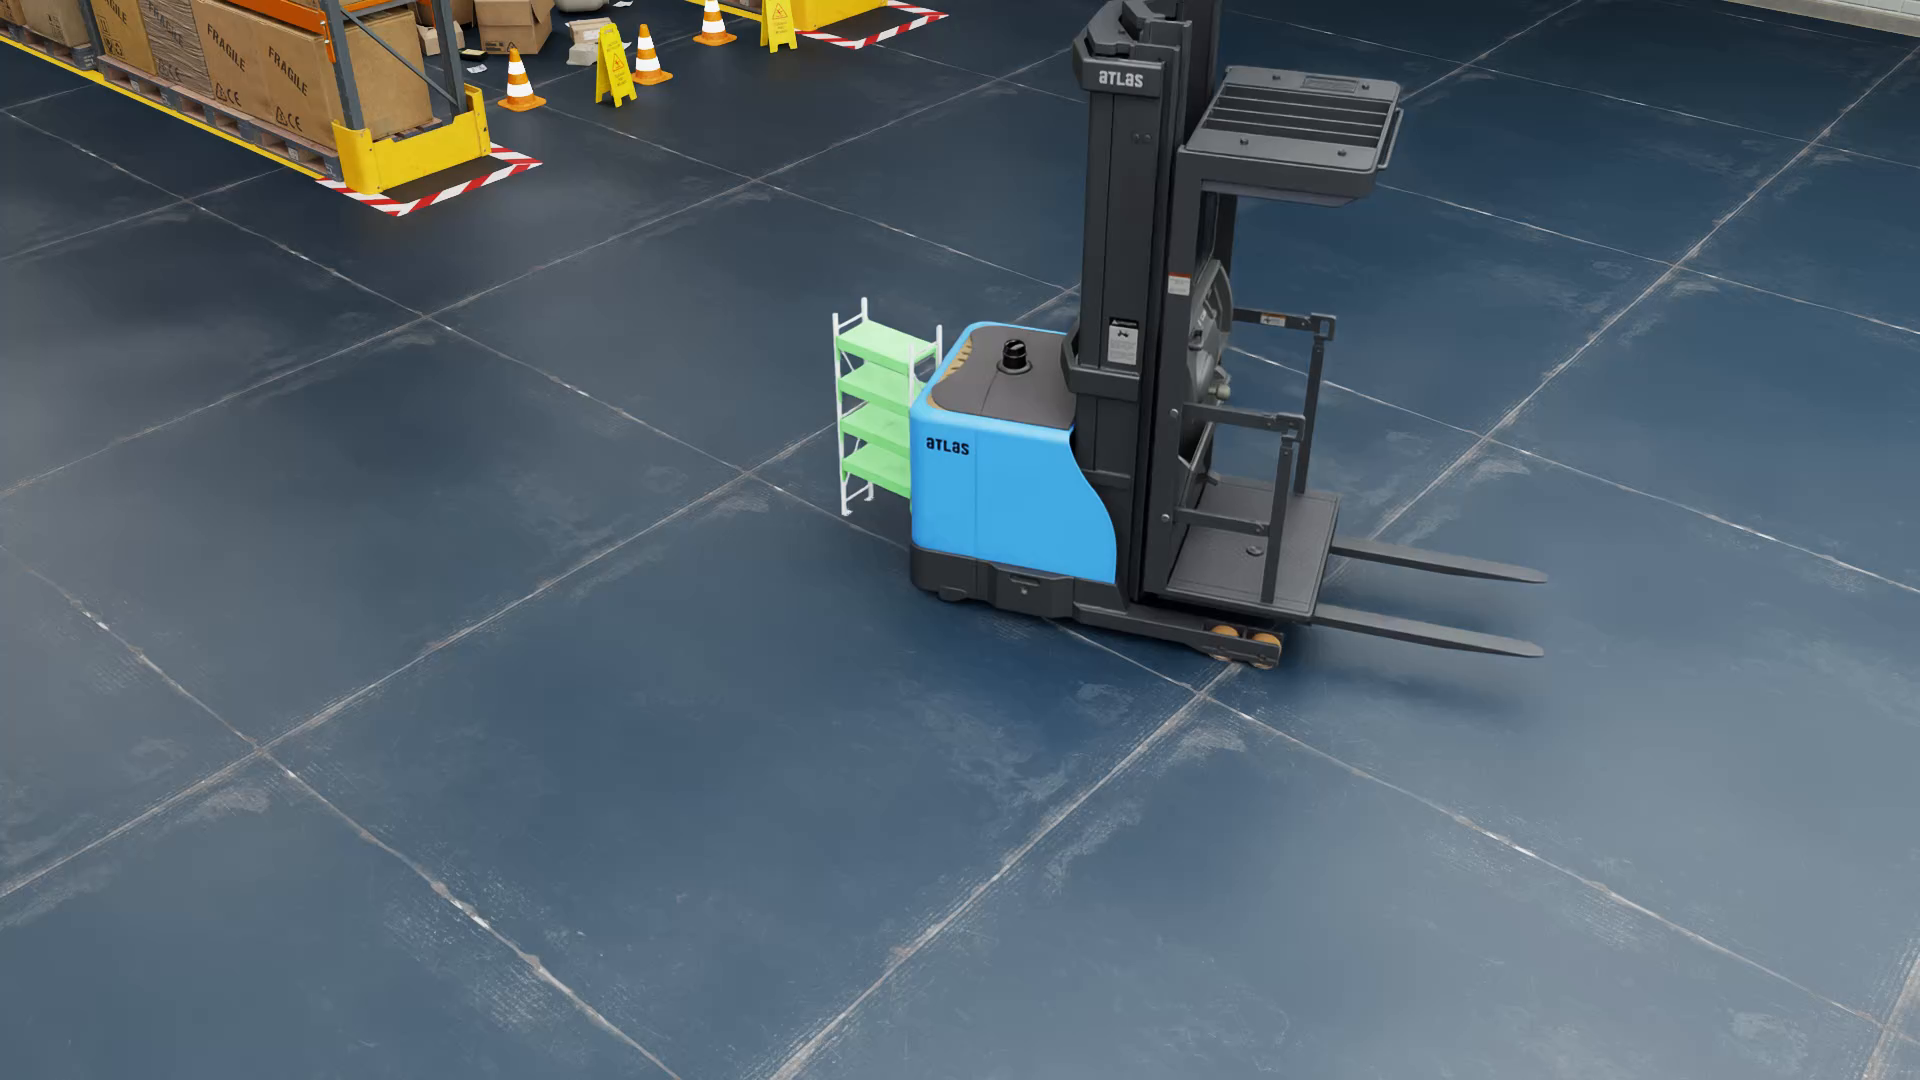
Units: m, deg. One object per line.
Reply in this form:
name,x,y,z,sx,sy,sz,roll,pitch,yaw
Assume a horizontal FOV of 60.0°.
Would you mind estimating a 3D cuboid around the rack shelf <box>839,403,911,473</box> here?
rack shelf,-0.362,-0.541,8.590,0.480,0.148,0.258,24,41,31

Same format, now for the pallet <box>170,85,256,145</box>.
pallet,-5.827,-3.694,13.942,1.213,0.211,1.003,25,42,32

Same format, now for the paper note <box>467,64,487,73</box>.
paper note,-4.316,-4.213,14.859,0.144,0.017,0.142,-18,38,-25

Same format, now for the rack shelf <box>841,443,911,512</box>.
rack shelf,-0.362,-0.343,8.726,0.480,0.148,0.258,24,41,31

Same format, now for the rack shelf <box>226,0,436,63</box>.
rack shelf,-5.766,-4.574,13.396,4.000,0.370,1.077,25,42,32

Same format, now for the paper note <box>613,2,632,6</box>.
paper note,-3.334,-5.311,16.456,0.148,0.019,0.142,12,36,16

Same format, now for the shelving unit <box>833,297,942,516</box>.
shelving unit,-0.362,-0.593,8.554,0.503,1.200,0.258,24,41,31

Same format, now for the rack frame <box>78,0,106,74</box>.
rack frame,-7.303,-5.595,14.247,0.127,3.000,1.000,25,42,32

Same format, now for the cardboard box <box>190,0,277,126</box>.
cardboard box,-5.470,-3.978,13.398,0.875,0.875,0.875,25,41,31

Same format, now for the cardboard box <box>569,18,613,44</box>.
cardboard box,-3.439,-4.757,15.545,0.380,0.149,0.250,-12,36,-17

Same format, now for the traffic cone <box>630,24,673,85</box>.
traffic cone,-2.745,-4.279,14.572,0.334,0.463,0.336,25,42,32

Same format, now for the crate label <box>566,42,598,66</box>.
crate label,-3.389,-4.402,15.039,0.298,0.136,0.250,6,35,8

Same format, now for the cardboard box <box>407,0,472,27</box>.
cardboard box,-4.834,-5.233,15.805,0.503,0.637,0.797,25,42,32

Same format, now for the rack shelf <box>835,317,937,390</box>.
rack shelf,-0.362,-0.936,8.319,0.480,0.148,0.258,24,41,31

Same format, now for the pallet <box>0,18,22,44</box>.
pallet,-8.887,-5.134,16.039,1.213,0.211,1.003,25,42,32

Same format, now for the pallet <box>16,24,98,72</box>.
pallet,-7.945,-4.692,15.396,1.213,0.211,1.003,25,42,32

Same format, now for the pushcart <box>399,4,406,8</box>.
pushcart,-5.634,-5.694,16.708,0.936,0.377,1.648,12,36,16

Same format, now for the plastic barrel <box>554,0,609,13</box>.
plastic barrel,-3.696,-5.364,16.186,0.512,0.421,0.421,-6,35,-8

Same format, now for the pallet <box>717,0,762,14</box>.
pallet,-1.800,-5.524,16.607,1.213,0.211,1.003,25,42,32

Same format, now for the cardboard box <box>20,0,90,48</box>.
cardboard box,-7.838,-5.026,15.035,0.750,0.750,1.050,25,42,32

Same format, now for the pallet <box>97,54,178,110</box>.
pallet,-6.769,-4.136,14.586,1.213,0.211,1.003,25,42,32

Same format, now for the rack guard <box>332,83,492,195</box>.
rack guard,-4.211,-3.107,12.832,0.348,0.500,1.175,25,42,32

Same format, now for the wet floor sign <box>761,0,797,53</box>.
wet floor sign,-1.679,-4.831,15.215,0.267,0.644,0.232,-18,38,-25

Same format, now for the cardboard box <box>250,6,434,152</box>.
cardboard box,-4.793,-3.660,12.936,0.875,0.875,0.875,26,42,32

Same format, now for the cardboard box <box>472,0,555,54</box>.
cardboard box,-4.110,-4.842,15.356,0.637,0.503,0.797,0,34,0

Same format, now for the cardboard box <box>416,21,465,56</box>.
cardboard box,-4.804,-4.646,15.281,0.396,0.266,0.258,-26,42,-32

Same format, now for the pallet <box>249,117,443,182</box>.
pallet,-4.894,-3.252,13.299,1.213,0.211,1.003,25,42,32

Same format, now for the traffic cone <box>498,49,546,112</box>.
traffic cone,-3.729,-3.910,14.035,0.334,0.463,0.336,25,42,32

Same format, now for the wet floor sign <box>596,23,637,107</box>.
wet floor sign,-2.940,-4.026,14.043,0.232,0.644,0.267,18,38,24

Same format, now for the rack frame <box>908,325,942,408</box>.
rack frame,-0.170,-0.508,8.430,0.015,1.200,0.240,24,41,31

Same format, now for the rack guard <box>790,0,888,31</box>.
rack guard,-1.198,-5.333,16.074,0.348,0.500,1.175,25,42,32

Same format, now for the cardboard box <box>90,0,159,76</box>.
cardboard box,-6.865,-4.634,14.354,0.875,0.875,0.875,26,42,32

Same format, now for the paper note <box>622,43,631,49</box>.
paper note,-3.140,-4.589,15.405,0.142,0.019,0.148,12,36,16

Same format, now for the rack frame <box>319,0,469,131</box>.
rack frame,-4.229,-4.146,12.137,0.127,3.000,1.000,25,42,32

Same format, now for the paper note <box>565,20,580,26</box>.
paper note,-3.697,-4.957,15.951,0.148,0.019,0.142,-18,38,-25

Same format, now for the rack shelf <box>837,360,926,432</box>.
rack shelf,-0.362,-0.739,8.455,0.480,0.148,0.258,24,41,31

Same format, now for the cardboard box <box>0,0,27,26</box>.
cardboard box,-8.577,-5.377,15.547,0.750,0.750,1.050,25,42,32

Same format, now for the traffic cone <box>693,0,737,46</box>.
traffic cone,-2.296,-4.885,15.454,0.334,0.463,0.336,25,42,32

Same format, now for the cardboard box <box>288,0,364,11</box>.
cardboard box,-4.544,-4.322,12.262,0.550,0.550,0.875,25,42,32

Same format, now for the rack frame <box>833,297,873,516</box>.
rack frame,-0.553,-0.679,8.679,0.015,1.200,0.240,24,41,31

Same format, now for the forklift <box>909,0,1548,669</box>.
forklift,1.323,-0.939,7.528,3.031,2.935,1.130,10,36,15

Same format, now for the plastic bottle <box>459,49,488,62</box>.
plastic bottle,-4.448,-4.409,15.116,0.283,0.061,0.133,12,36,16

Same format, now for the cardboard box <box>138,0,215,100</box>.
cardboard box,-6.170,-4.309,13.880,0.875,0.875,0.875,26,42,32
